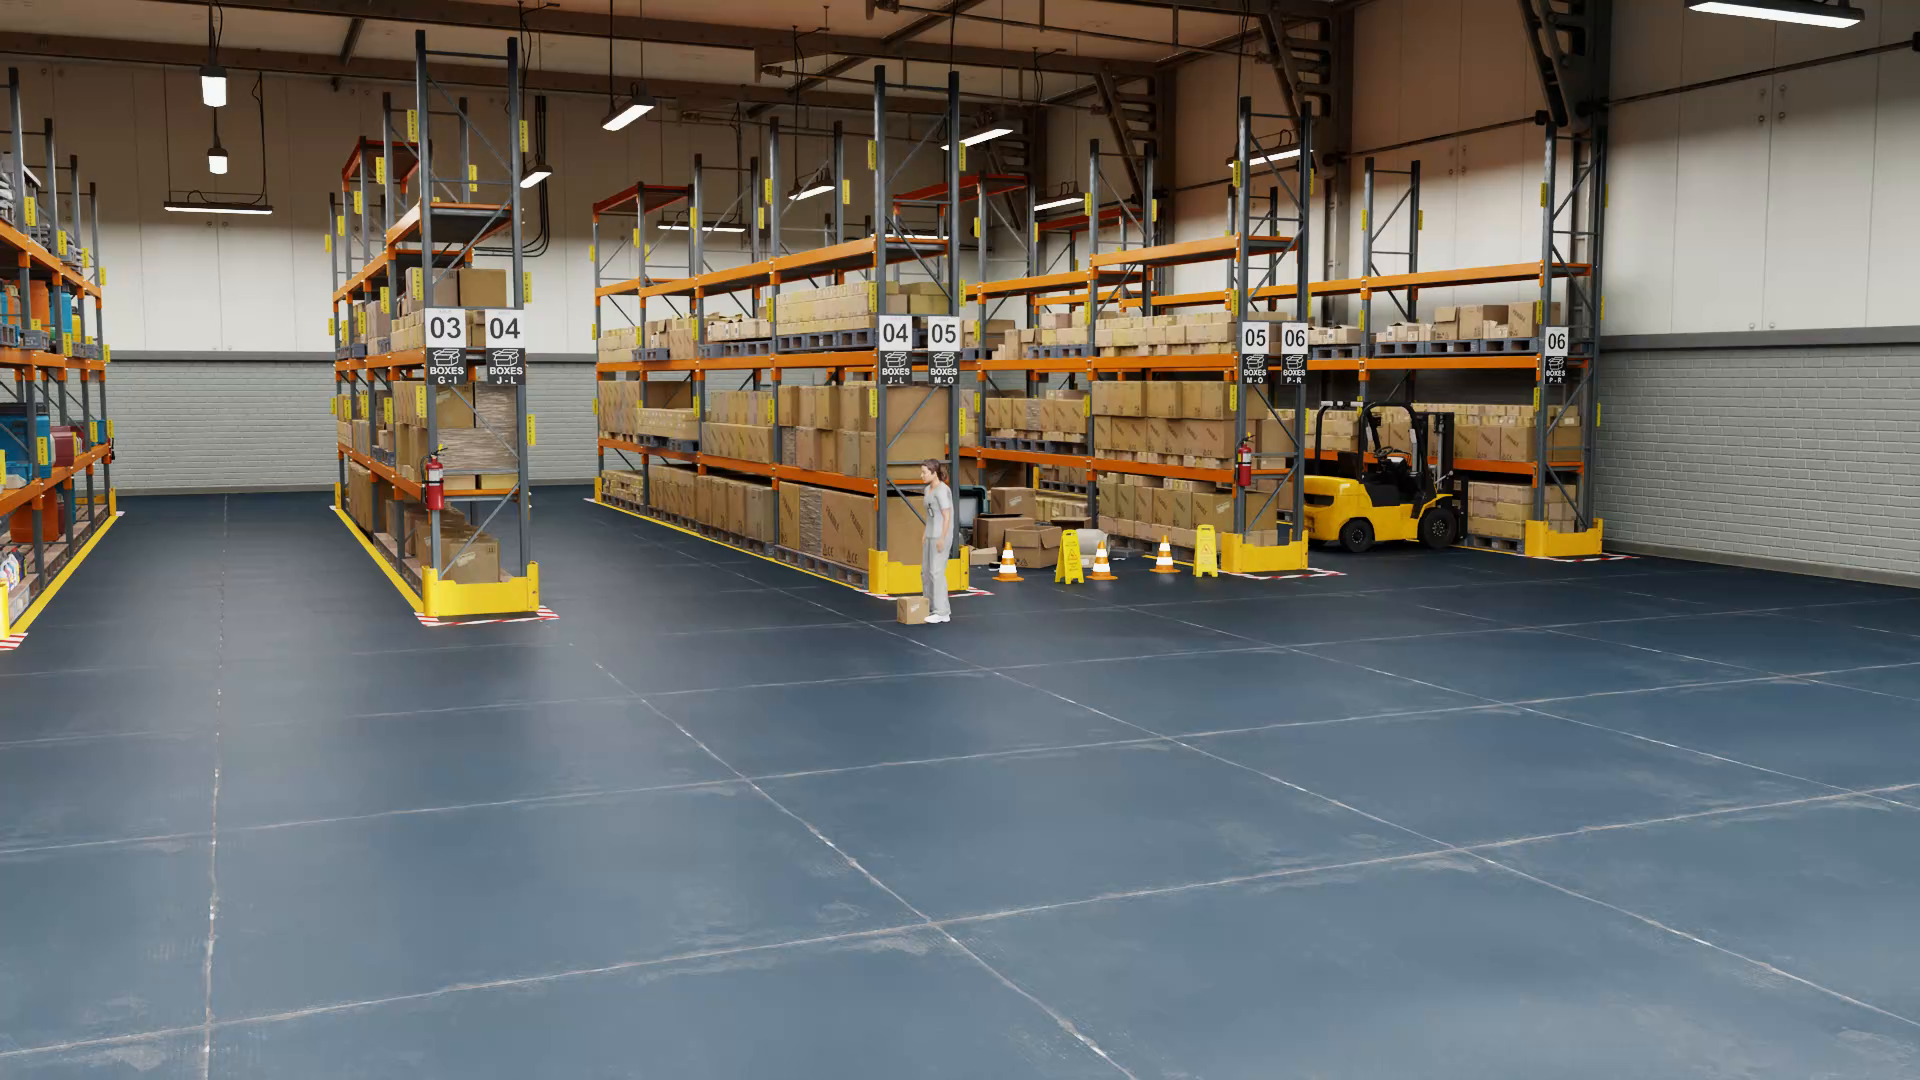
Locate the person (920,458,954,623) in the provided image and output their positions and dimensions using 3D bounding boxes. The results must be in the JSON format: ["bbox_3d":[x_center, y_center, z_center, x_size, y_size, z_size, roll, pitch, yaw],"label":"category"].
[{"bbox_3d":[-0.257,-0.001,17.010,0.362,1.666,0.485,-2,6,-24],"label":"person"}]
